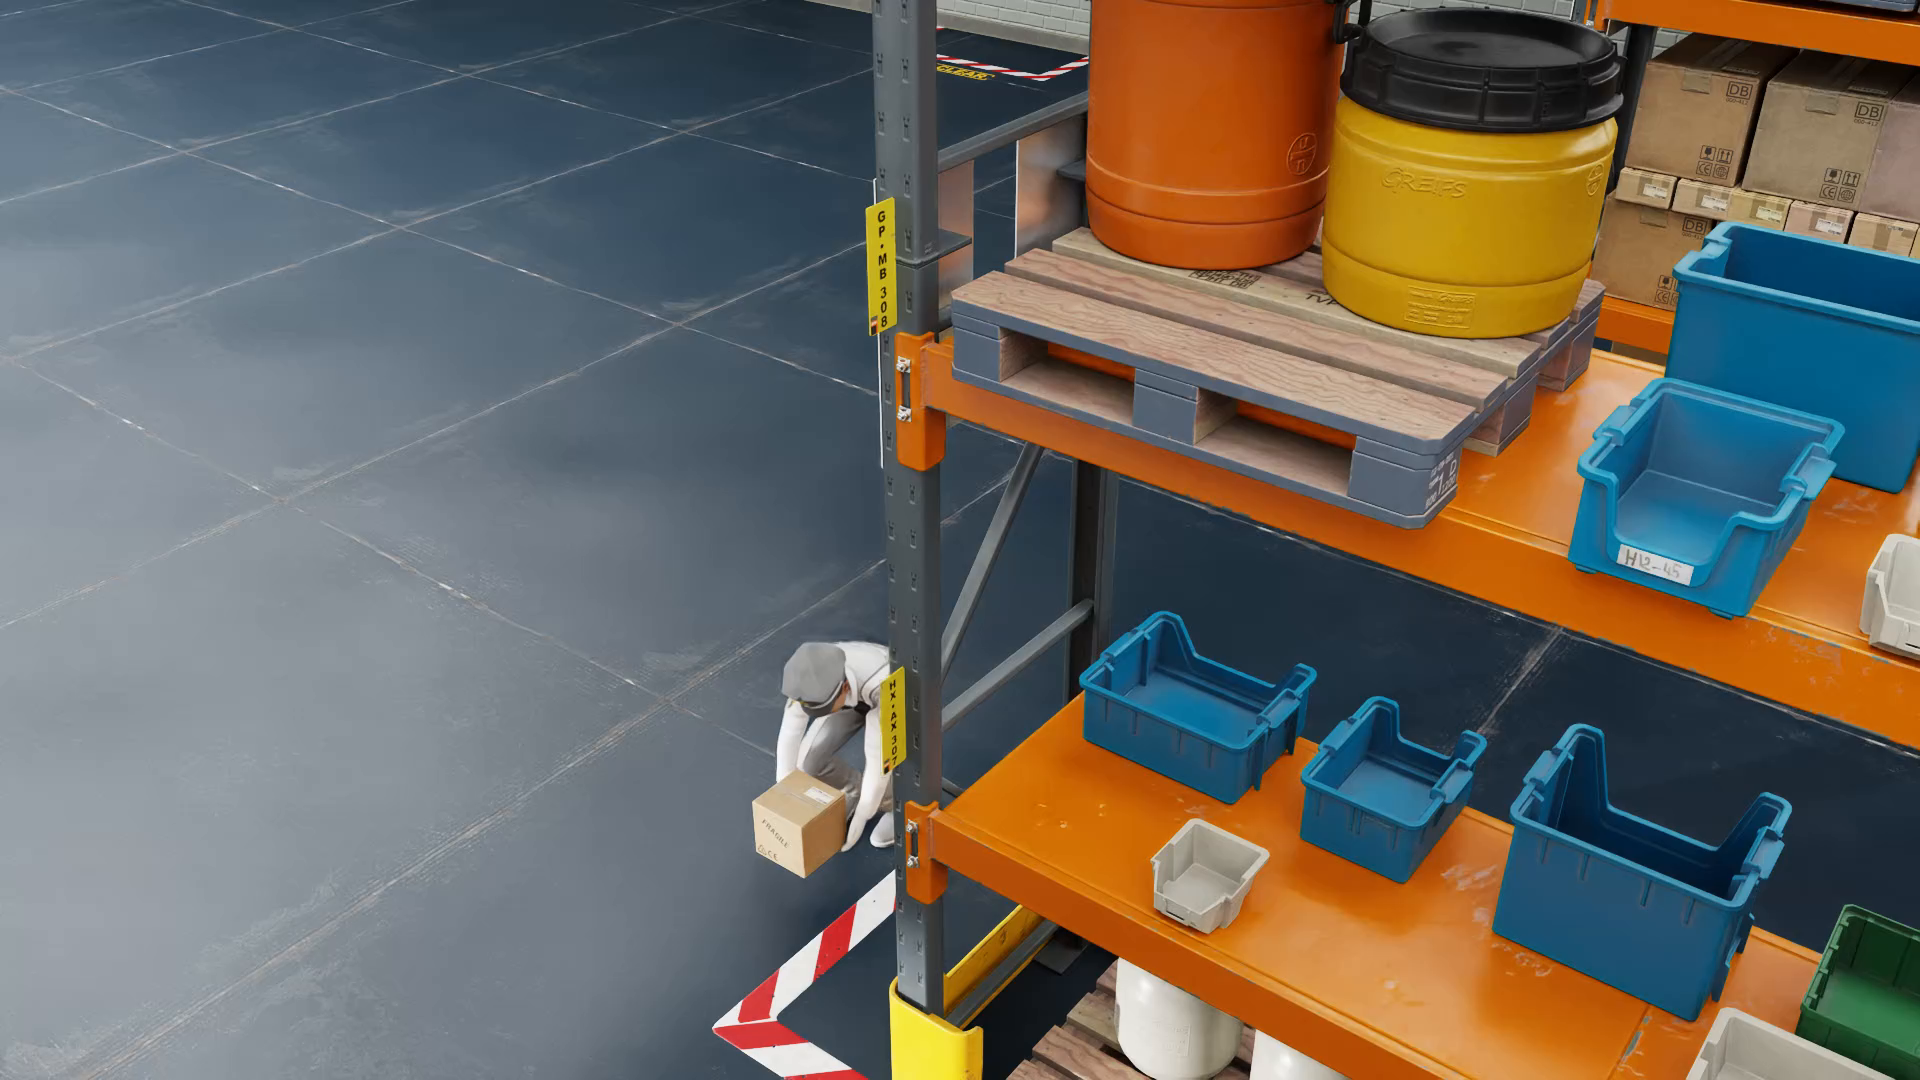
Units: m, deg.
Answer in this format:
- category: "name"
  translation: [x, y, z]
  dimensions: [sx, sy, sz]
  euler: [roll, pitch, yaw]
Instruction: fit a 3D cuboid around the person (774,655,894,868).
- category: "person"
  translation: [-0.404, 0.776, 6.490]
  dimensions: [0.495, 1.005, 0.820]
  euler: [17, 35, 25]
